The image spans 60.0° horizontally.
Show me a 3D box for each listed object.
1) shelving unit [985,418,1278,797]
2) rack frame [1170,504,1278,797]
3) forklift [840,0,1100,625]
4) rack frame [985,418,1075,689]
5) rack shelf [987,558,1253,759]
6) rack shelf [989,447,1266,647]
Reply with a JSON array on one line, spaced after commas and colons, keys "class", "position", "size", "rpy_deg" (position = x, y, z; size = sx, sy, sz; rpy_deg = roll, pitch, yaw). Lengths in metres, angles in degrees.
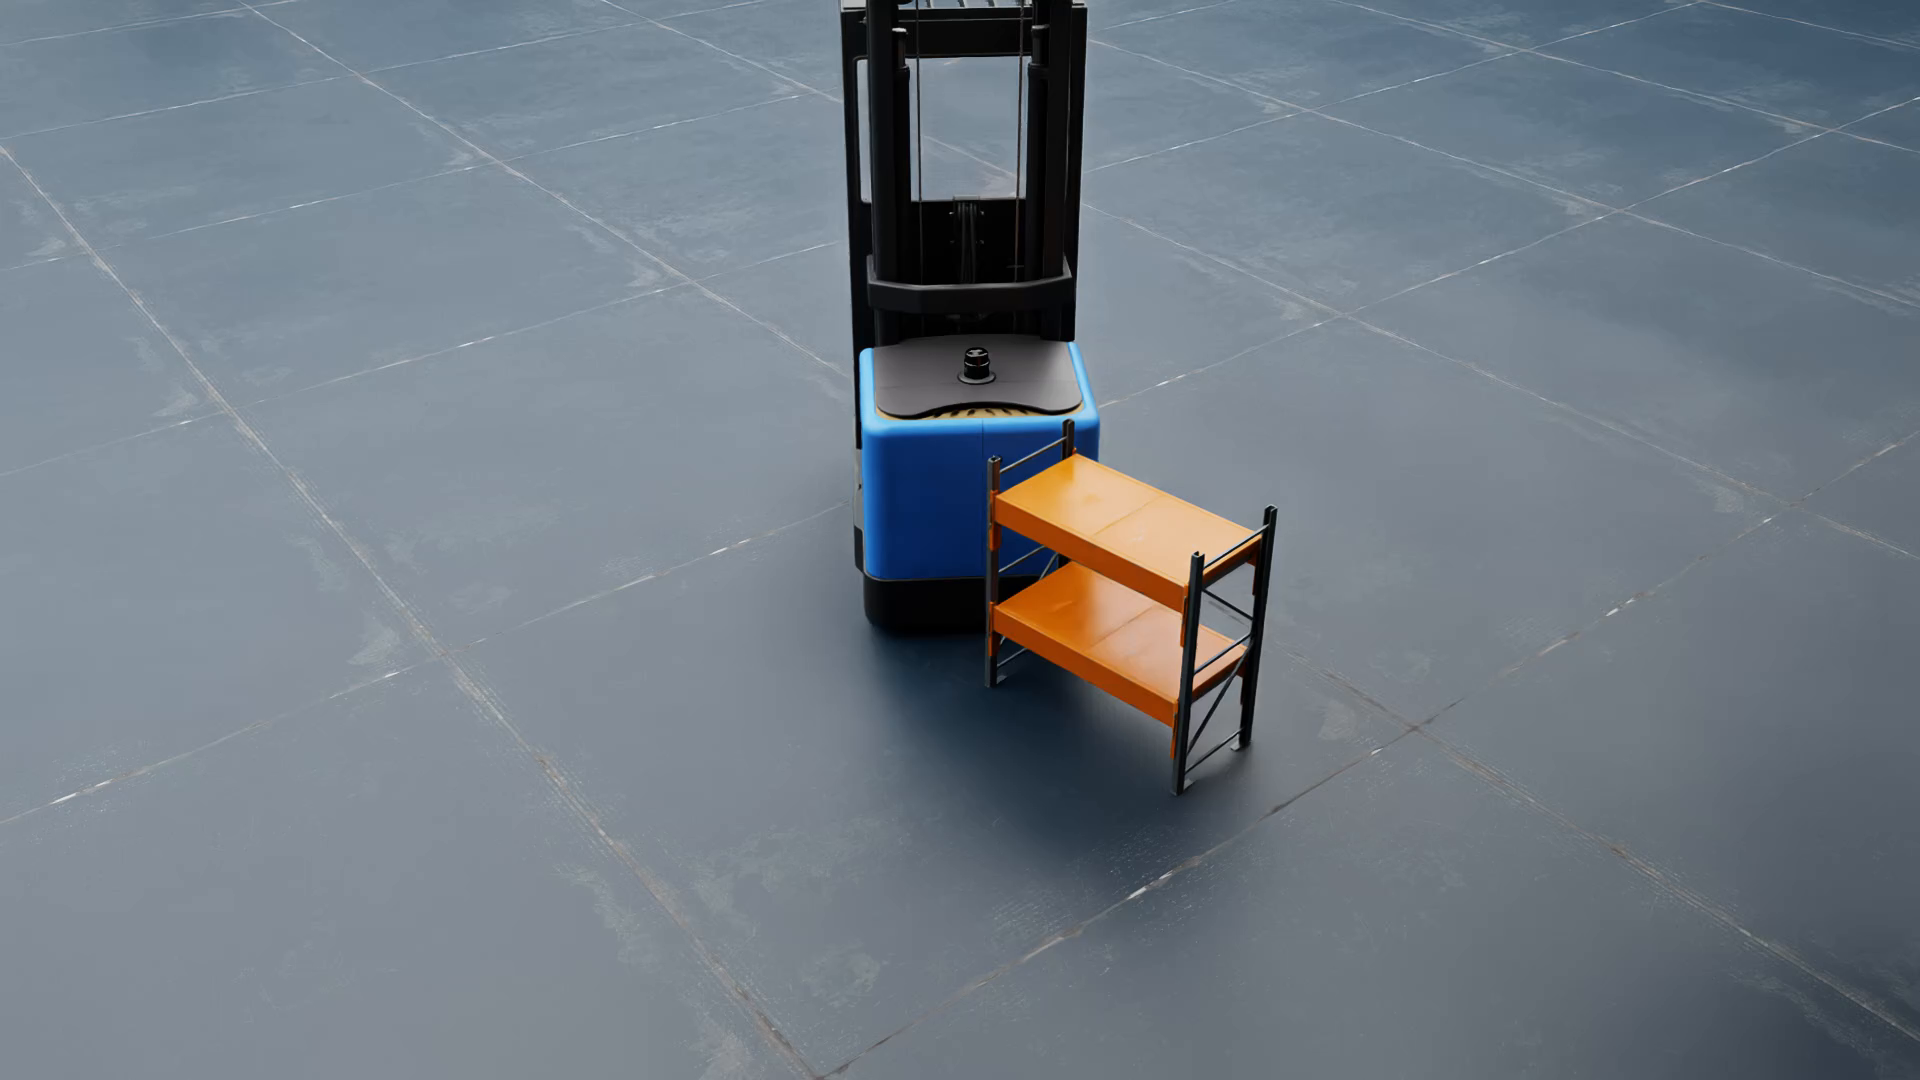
[{"class": "shelving unit", "position": [0.658, 0.255, 6.774], "size": [1.048, 1.125, 0.538], "rpy_deg": [27, 41, 36]}, {"class": "rack frame", "position": [1.023, 0.441, 6.473], "size": [0.032, 1.125, 0.500], "rpy_deg": [27, 41, 36]}, {"class": "forklift", "position": [0.000, -1.611, 8.065], "size": [1.130, 2.935, 3.031], "rpy_deg": [-2, 32, -3]}, {"class": "rack frame", "position": [0.293, 0.068, 7.074], "size": [0.032, 1.125, 0.500], "rpy_deg": [27, 41, 36]}, {"class": "rack shelf", "position": [0.658, 0.462, 6.903], "size": [1.000, 0.278, 0.538], "rpy_deg": [27, 41, 36]}, {"class": "rack shelf", "position": [0.658, 0.006, 6.619], "size": [1.000, 0.278, 0.538], "rpy_deg": [27, 41, 36]}]
